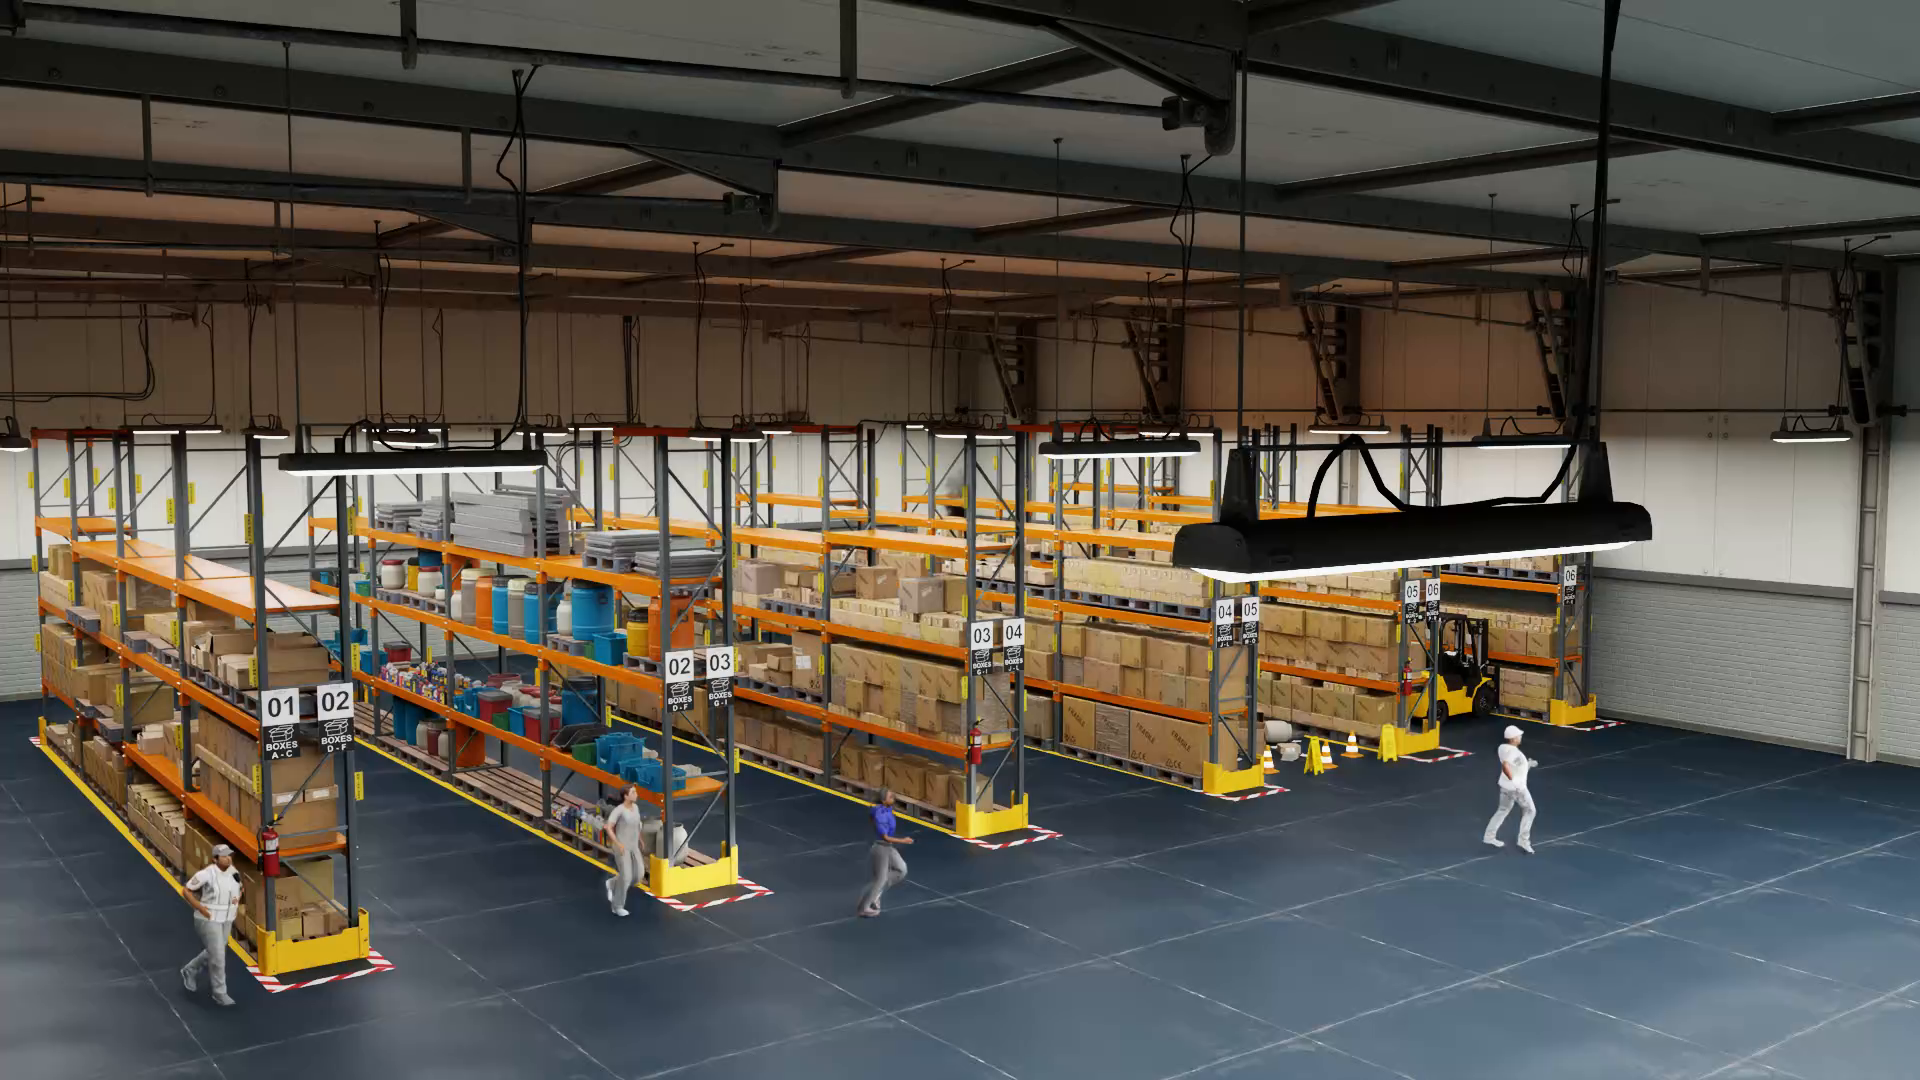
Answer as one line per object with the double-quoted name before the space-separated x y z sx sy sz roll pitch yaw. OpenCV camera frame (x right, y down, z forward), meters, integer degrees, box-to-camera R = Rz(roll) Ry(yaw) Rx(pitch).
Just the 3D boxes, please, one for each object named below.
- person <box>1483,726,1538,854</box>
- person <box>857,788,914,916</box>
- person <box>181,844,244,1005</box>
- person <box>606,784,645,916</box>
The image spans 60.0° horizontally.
"person" 7.904 3.574 23.774 0.781 1.847 0.660 -1 5 -8
"person" -0.928 3.883 20.789 0.721 1.603 0.595 0 4 4
"person" -8.036 4.121 17.988 0.833 1.681 0.630 2 5 25
"person" -4.201 3.881 20.989 0.493 1.611 0.611 3 5 32
